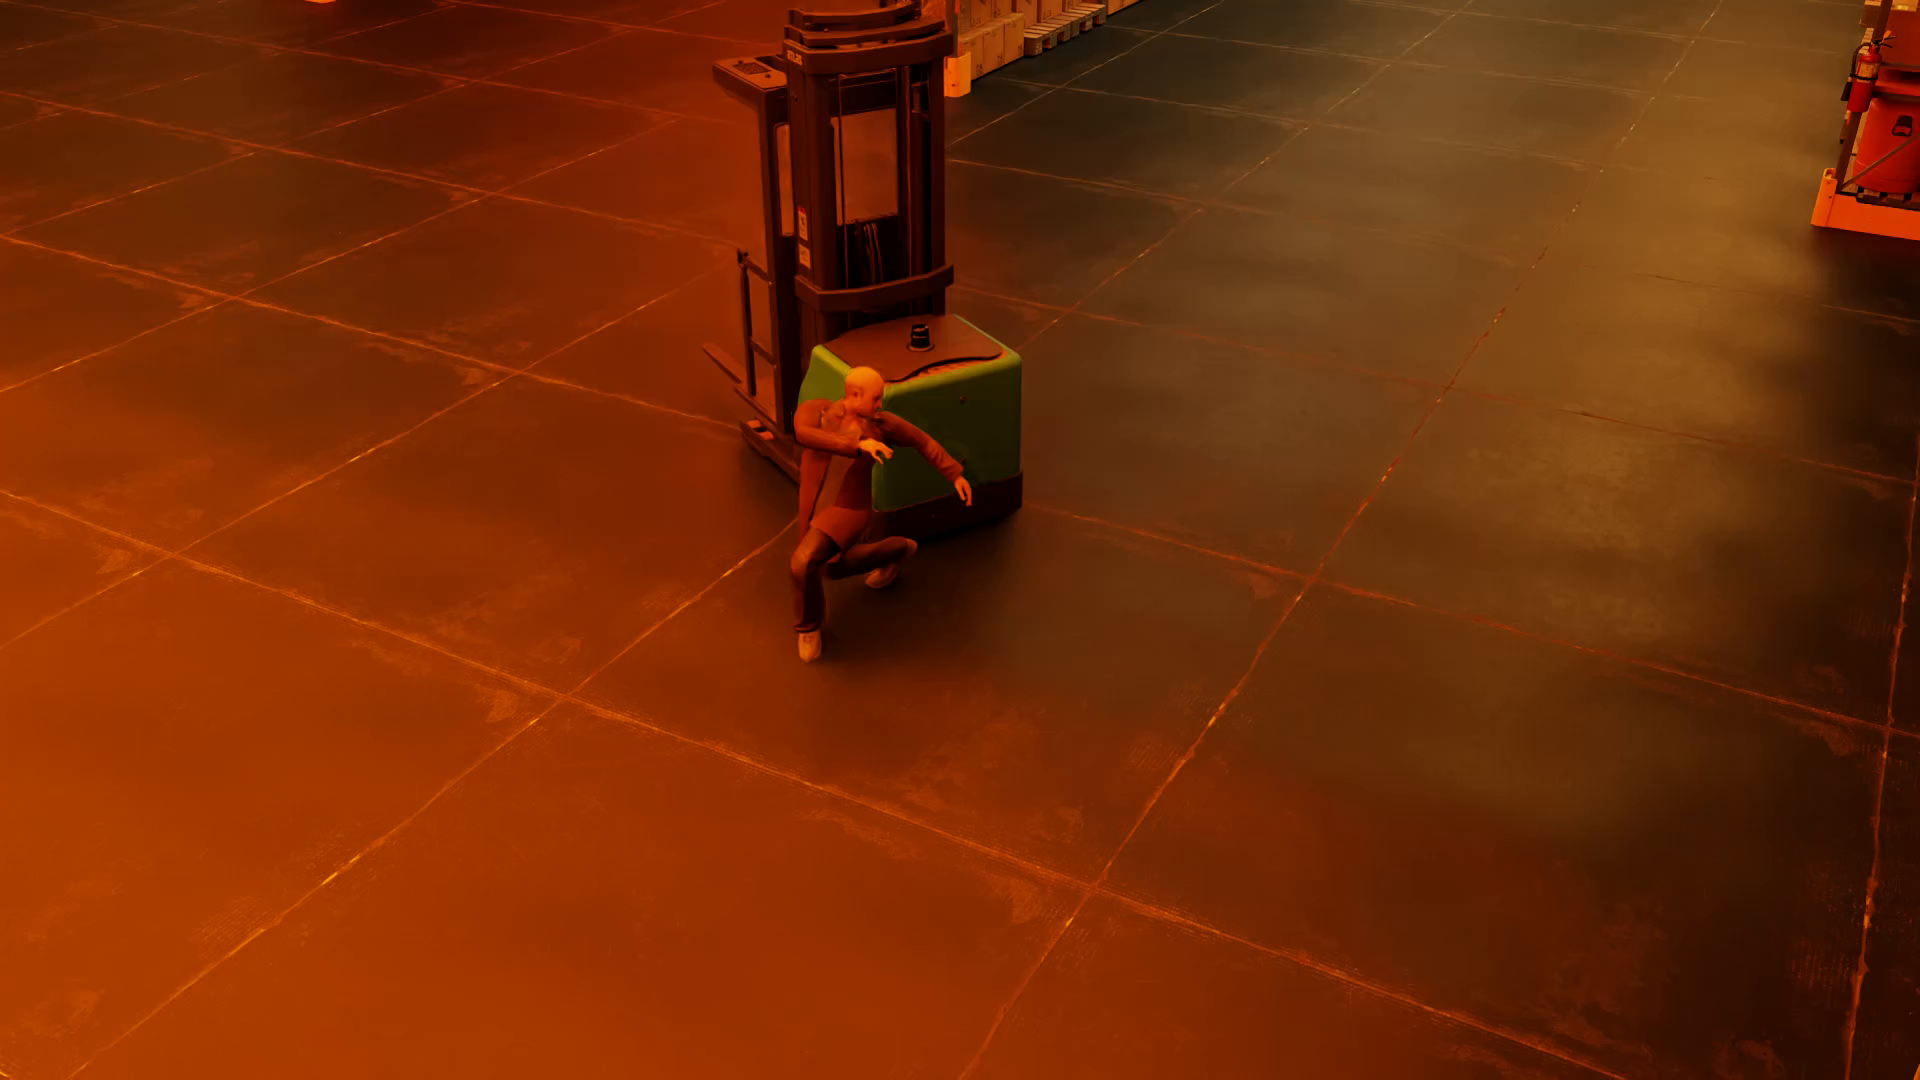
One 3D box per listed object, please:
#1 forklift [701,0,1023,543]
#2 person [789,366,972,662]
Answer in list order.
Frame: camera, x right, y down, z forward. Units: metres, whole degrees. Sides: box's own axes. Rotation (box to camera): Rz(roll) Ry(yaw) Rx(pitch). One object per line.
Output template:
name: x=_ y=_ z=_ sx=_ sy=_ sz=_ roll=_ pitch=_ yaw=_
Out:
forklift: x=-0.806 y=-1.926 z=10.408 sx=1.130 sy=2.935 sz=3.031 roll=-17 pitch=34 yaw=-26
person: x=-0.478 y=-0.186 z=8.877 sx=0.862 sy=1.511 sz=1.042 roll=13 pitch=32 yaw=21
